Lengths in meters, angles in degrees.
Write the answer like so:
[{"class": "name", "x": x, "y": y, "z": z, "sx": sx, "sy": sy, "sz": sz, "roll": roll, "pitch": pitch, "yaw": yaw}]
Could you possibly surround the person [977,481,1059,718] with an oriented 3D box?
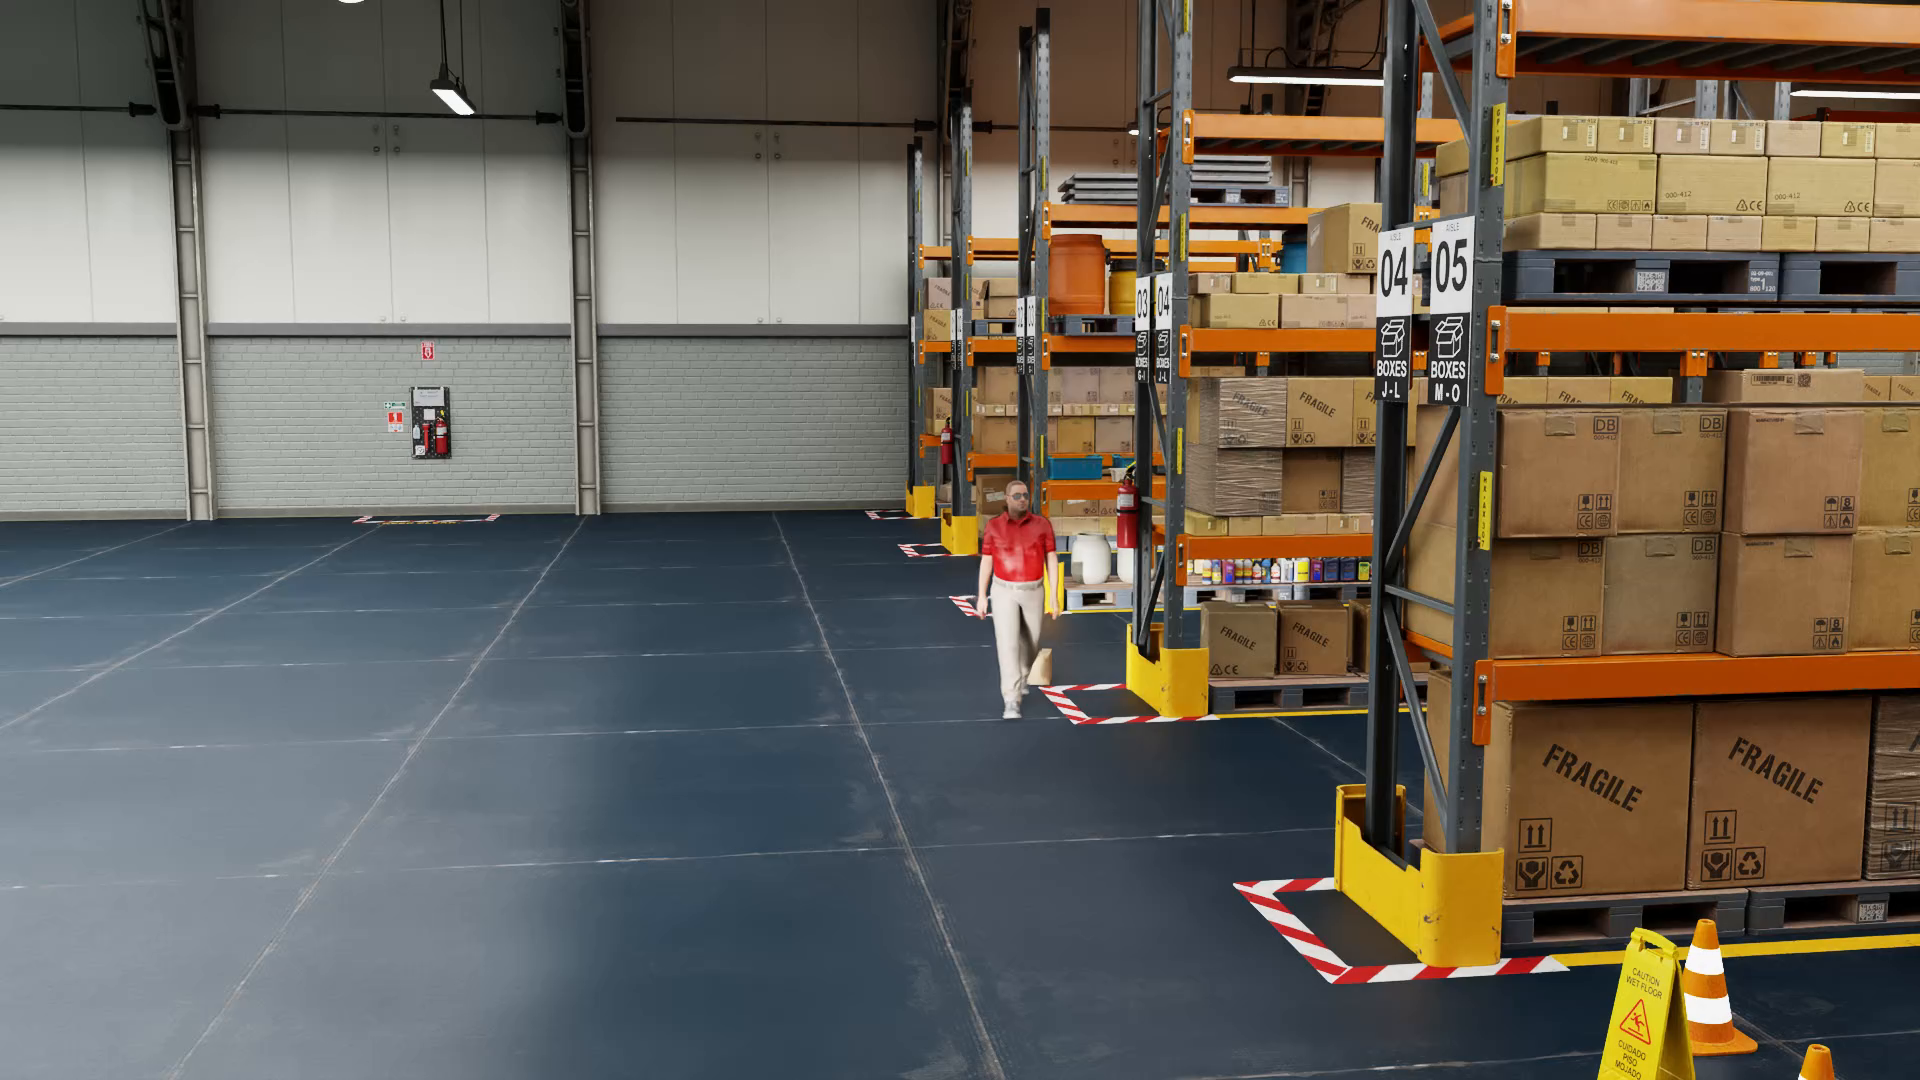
[{"class": "person", "x": 0.430, "y": 0.408, "z": 12.162, "sx": 0.587, "sy": 1.685, "sz": 0.975, "roll": 0, "pitch": 6, "yaw": -4}]
